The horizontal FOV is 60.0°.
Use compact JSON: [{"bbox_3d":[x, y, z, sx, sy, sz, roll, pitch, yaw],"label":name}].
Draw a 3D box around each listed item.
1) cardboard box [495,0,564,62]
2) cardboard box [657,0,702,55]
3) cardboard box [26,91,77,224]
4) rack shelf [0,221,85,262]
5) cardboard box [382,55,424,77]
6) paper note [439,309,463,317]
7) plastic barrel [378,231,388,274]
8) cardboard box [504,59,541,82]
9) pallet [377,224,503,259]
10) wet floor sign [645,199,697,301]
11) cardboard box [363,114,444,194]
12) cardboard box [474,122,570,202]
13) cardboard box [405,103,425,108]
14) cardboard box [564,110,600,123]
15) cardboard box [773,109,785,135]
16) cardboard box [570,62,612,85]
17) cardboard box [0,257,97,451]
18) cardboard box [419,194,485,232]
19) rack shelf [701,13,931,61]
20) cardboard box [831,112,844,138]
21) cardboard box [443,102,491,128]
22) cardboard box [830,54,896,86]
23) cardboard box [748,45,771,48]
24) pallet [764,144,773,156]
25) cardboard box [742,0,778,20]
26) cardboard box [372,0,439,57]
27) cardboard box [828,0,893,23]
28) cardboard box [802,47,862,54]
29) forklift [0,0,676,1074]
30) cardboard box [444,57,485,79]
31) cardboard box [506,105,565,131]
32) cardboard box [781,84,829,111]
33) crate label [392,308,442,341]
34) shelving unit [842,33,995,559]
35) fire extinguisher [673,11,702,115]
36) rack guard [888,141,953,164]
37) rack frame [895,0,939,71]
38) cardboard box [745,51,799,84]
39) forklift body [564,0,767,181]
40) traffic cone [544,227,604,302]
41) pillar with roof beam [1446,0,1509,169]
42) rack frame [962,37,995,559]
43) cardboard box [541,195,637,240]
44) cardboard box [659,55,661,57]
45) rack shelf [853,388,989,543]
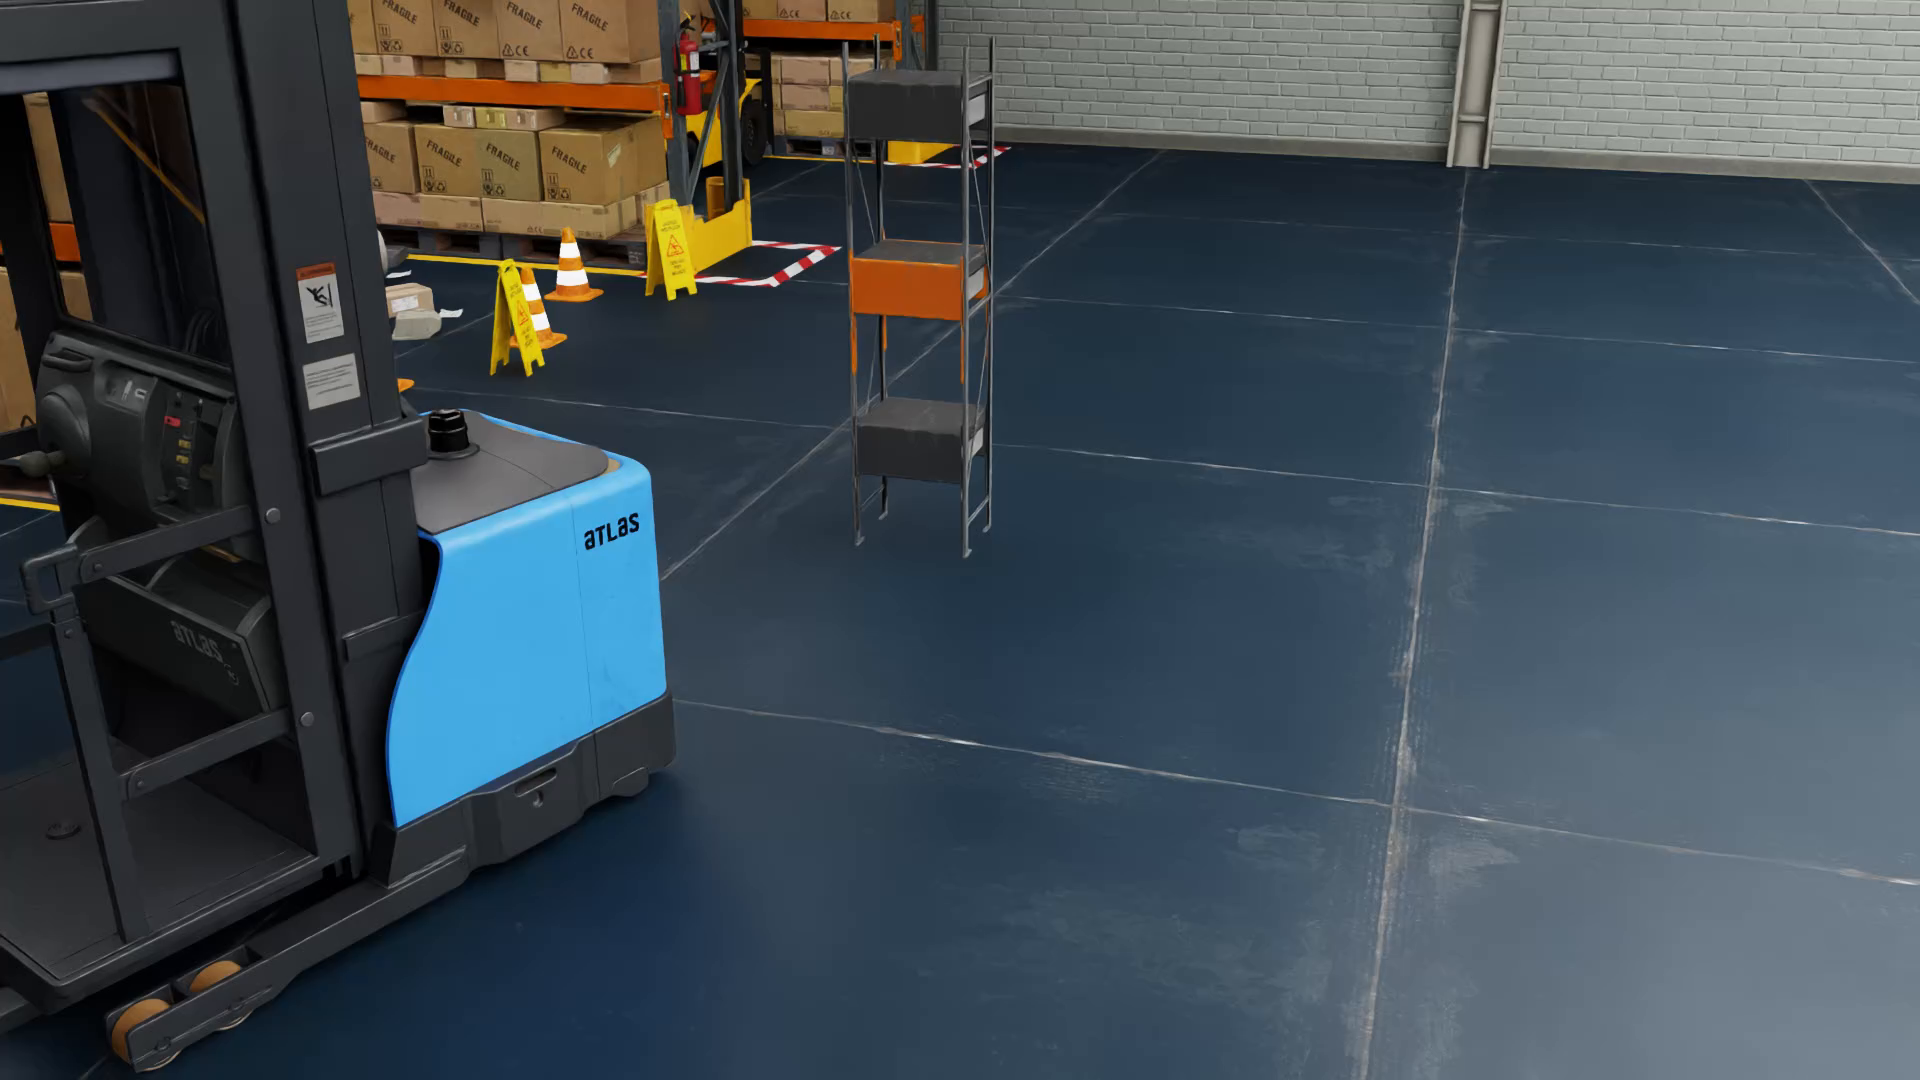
[{"bbox_3d":[-2.922,-3.674,11.750,0.500,0.500,0.500,7,23,16],"label":"cardboard box"},{"bbox_3d":[-2.218,-3.810,12.083,0.500,0.500,0.500,6,23,15],"label":"cardboard box"},{"bbox_3d":[-3.546,-1.758,7.406,0.550,0.550,0.875,7,23,16],"label":"cardboard box"},{"bbox_3d":[-5.092,-1.551,8.046,4.000,0.370,1.077,7,23,16],"label":"rack shelf"},{"bbox_3d":[-3.994,-3.484,12.142,0.250,0.149,0.380,6,23,15],"label":"cardboard box"},{"bbox_3d":[-3.325,-1.481,10.839,0.142,0.019,0.148,-1,22,-3],"label":"paper note"},{"bbox_3d":[-4.259,-1.958,11.486,0.512,0.421,0.421,-14,26,-30],"label":"plastic barrel"},{"bbox_3d":[-3.033,-3.362,11.844,0.250,0.149,0.380,7,23,16],"label":"cardboard box"},{"bbox_3d":[-3.849,-2.428,12.912,1.213,0.211,1.003,7,23,16],"label":"pallet"},{"bbox_3d":[-1.972,-1.975,11.235,0.232,0.644,0.267,16,27,34],"label":"wet floor sign"},{"bbox_3d":[-4.175,-2.907,12.486,0.500,0.500,0.500,8,24,18],"label":"cardboard box"},{"bbox_3d":[-3.188,-2.792,12.206,0.500,0.500,0.500,7,23,17],"label":"cardboard box"},{"bbox_3d":[-4.543,-3.159,13.101,0.500,0.500,0.500,7,23,16],"label":"cardboard box"},{"bbox_3d":[-3.062,-2.990,12.689,0.500,0.500,0.500,6,23,14],"label":"cardboard box"},{"bbox_3d":[-1.905,-4.253,16.755,0.500,0.250,0.500,7,23,16],"label":"cardboard box"},{"bbox_3d":[-2.539,-3.308,11.714,0.250,0.149,0.380,6,23,15],"label":"cardboard box"},{"bbox_3d":[-3.846,-0.926,7.821,0.875,0.875,0.875,7,23,16],"label":"cardboard box"},{"bbox_3d":[-3.692,-2.502,12.487,0.500,0.250,0.500,6,23,14],"label":"cardboard box"},{"bbox_3d":[-2.329,-5.164,16.855,4.000,0.370,1.077,7,23,16],"label":"rack shelf"},{"bbox_3d":[-0.955,-4.137,16.472,0.500,0.250,0.500,7,23,16],"label":"cardboard box"},{"bbox_3d":[-3.549,-3.110,12.127,0.250,0.149,0.380,8,23,18],"label":"cardboard box"},{"bbox_3d":[-0.945,-4.600,16.283,0.500,0.250,0.500,7,23,17],"label":"cardboard box"},{"bbox_3d":[-2.264,-4.955,17.149,0.500,0.250,0.500,6,23,14],"label":"cardboard box"},{"bbox_3d":[-2.323,-4.191,17.208,1.213,0.211,1.003,7,23,15],"label":"pallet"},{"bbox_3d":[-1.946,-5.399,16.348,0.500,0.500,0.500,6,23,14],"label":"cardboard box"},{"bbox_3d":[-3.880,-3.792,12.039,0.500,0.500,0.500,7,23,16],"label":"cardboard box"},{"bbox_3d":[-0.961,-5.283,16.064,0.500,0.500,0.500,6,23,14],"label":"cardboard box"},{"bbox_3d":[-1.299,-4.837,16.863,0.500,0.250,0.500,7,23,16],"label":"cardboard box"},{"bbox_3d":[-2.215,-0.265,4.053,1.130,2.935,3.031,16,27,34],"label":"forklift"},{"bbox_3d":[-3.509,-3.436,12.024,0.250,0.149,0.380,6,23,15],"label":"cardboard box"},{"bbox_3d":[-3.058,-3.052,11.985,0.250,0.149,0.380,7,23,17],"label":"cardboard box"},{"bbox_3d":[-1.448,-4.430,16.528,0.500,0.250,0.500,6,23,15],"label":"cardboard box"},{"bbox_3d":[-3.395,-1.351,10.383,0.298,0.136,0.250,-5,23,-12],"label":"crate label"},{"bbox_3d":[-0.158,-0.990,6.916,0.503,2.100,0.431,7,23,16],"label":"shelving unit"},{"bbox_3d":[-1.868,-3.258,11.362,0.183,0.674,0.296,7,23,16],"label":"fire extinguisher"},{"bbox_3d":[-0.391,-4.119,16.652,0.348,0.500,1.175,7,23,16],"label":"rack guard"},{"bbox_3d":[-0.414,-5.278,16.184,0.127,3.000,1.000,7,23,16],"label":"rack frame"},{"bbox_3d":[-1.922,-4.705,16.541,0.500,0.250,0.500,7,23,16],"label":"cardboard box"},{"bbox_3d":[-2.757,-4.430,15.236,1.214,2.155,2.313,7,23,16],"label":"forklift body"},{"bbox_3d":[-2.629,-1.879,11.240,0.334,0.463,0.336,7,23,16],"label":"traffic cone"},{"bbox_3d":[3.680,-6.235,10.613,0.400,9.000,9.100,7,23,16],"label":"pillar with roof beam"},{"bbox_3d":[0.075,-0.963,6.851,0.015,2.100,0.400,7,23,16],"label":"rack frame"},{"bbox_3d":[-2.719,-2.390,12.213,0.500,0.250,0.500,6,23,15],"label":"cardboard box"},{"bbox_3d":[-2.110,-3.470,12.108,0.250,0.149,0.380,7,23,16],"label":"cardboard box"},{"bbox_3d":[-0.158,-0.329,7.187,0.480,0.518,0.431,7,23,16],"label":"rack shelf"}]
